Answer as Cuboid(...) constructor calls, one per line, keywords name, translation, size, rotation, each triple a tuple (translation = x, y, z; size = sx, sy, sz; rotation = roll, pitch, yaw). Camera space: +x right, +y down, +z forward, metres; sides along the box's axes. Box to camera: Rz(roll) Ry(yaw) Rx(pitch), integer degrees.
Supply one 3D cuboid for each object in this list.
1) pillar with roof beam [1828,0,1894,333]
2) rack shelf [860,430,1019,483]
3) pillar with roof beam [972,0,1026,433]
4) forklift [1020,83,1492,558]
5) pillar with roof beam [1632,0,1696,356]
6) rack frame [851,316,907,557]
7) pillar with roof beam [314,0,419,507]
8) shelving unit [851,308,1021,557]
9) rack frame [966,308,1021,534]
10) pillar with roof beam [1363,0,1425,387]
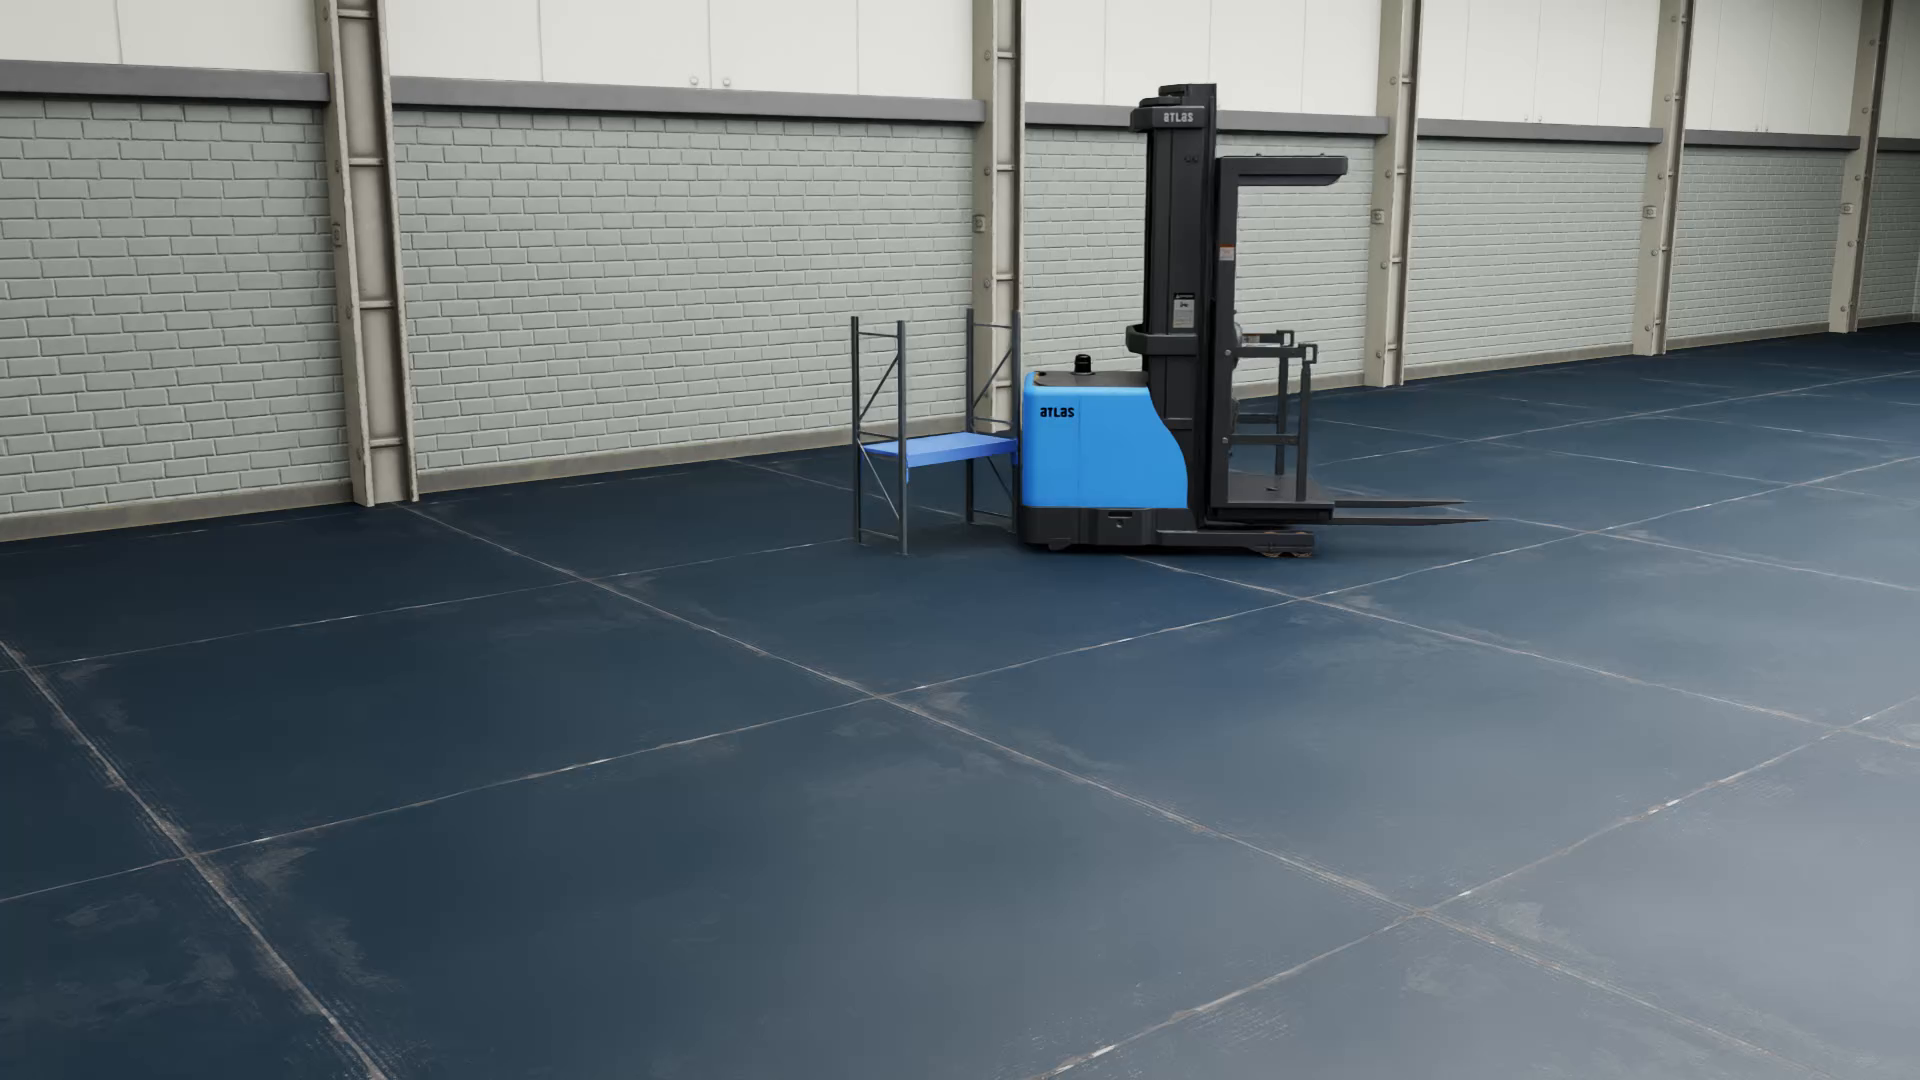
Cuboid(name="pillar with roof beam", translation=(17.106, -7.114, 22.967), size=(0.400, 9.000, 9.100), rotation=(-9, 15, -38))
Cuboid(name="rack shelf", translation=(-0.148, -0.563, 11.037), size=(1.000, 0.185, 0.538), rotation=(-11, 16, -42))
Cuboid(name="pillar with roof beam", translation=(3.051, -4.778, 11.967), size=(0.400, 9.000, 9.100), rotation=(-9, 15, -38))
Cuboid(name="forklift", translation=(1.923, -1.434, 10.824), size=(3.031, 2.935, 1.130), rotation=(1, 12, 3))
Cuboid(name="pillar with roof beam", translation=(12.421, -6.335, 19.300), size=(0.400, 9.000, 9.100), rotation=(-9, 15, -38))
Cuboid(name="rack frame", translation=(-0.520, -0.667, 10.661), size=(0.032, 1.500, 0.500), rotation=(-11, 16, -42))
Cuboid(name="pillar with roof beam", translation=(-1.634, -4.000, 8.301), size=(0.400, 9.000, 9.100), rotation=(-9, 15, -38))
Cuboid(name="shelving unit", translation=(-0.148, -0.739, 10.999), size=(1.048, 1.500, 0.538), rotation=(-11, 16, -42))
Cuboid(name="rack frame", translation=(0.224, -0.811, 11.338), size=(0.032, 1.500, 0.500), rotation=(-11, 16, -42))
Cuboid(name="pillar with roof beam", translation=(7.736, -5.557, 15.634), size=(0.400, 9.000, 9.100), rotation=(-9, 15, -38))
